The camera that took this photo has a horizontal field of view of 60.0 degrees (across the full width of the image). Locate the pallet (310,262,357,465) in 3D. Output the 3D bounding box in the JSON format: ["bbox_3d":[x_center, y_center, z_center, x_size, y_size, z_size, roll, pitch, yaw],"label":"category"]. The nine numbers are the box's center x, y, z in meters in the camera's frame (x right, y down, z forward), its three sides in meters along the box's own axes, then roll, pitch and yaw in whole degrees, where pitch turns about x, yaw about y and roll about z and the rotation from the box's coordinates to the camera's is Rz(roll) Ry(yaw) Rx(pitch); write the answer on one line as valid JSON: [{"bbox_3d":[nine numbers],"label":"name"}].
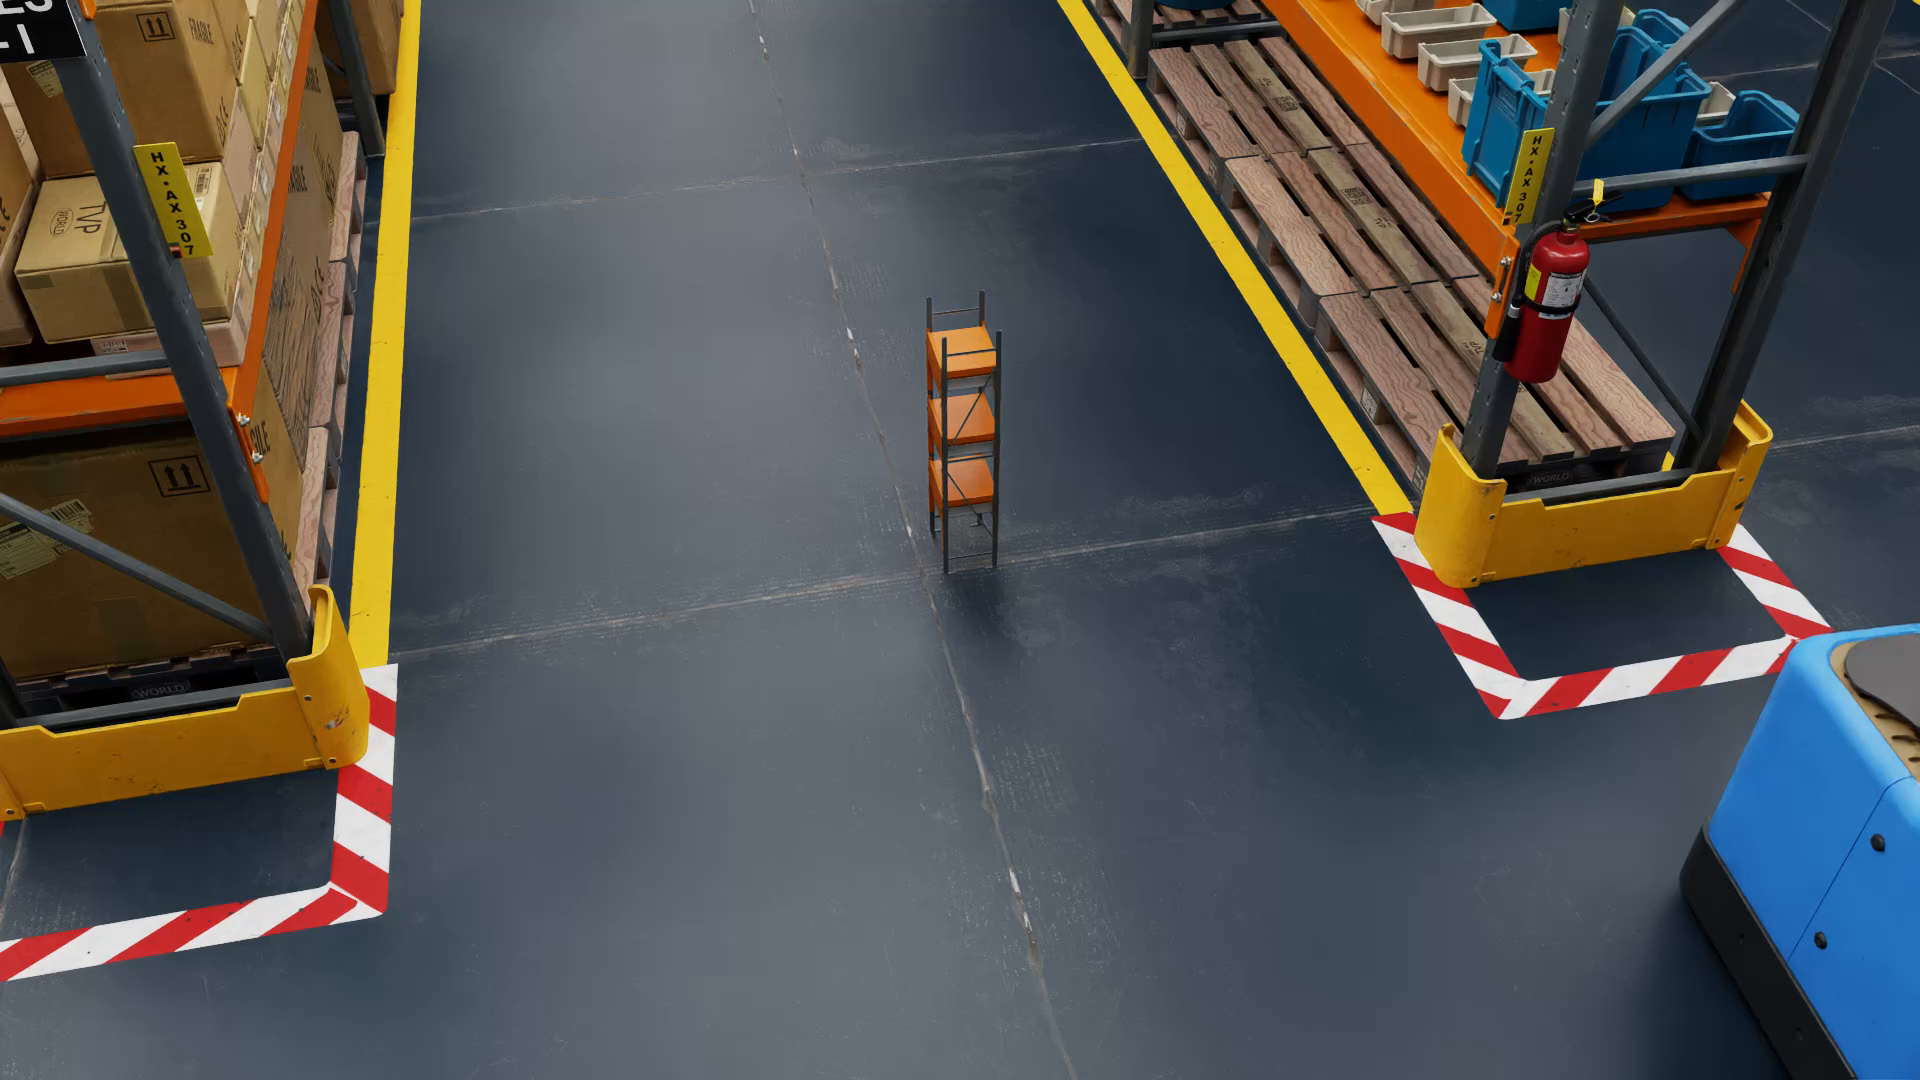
[{"bbox_3d":[-3.061,-0.688,6.866,1.003,0.211,1.213,-8,42,-9],"label":"pallet"}]

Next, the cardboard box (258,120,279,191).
[{"bbox_3d":[-2.530,-1.284,5.626,0.380,0.149,0.250,-9,42,-10],"label":"cardboard box"}]

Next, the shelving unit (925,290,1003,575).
[{"bbox_3d":[0.012,-0.358,5.862,0.215,1.050,0.252,-8,42,-9],"label":"shelving unit"}]

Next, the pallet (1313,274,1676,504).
[{"bbox_3d":[2.144,-0.642,6.814,1.003,0.211,1.213,-8,42,-9],"label":"pallet"}]

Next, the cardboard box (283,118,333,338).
[{"bbox_3d":[-3.157,-1.367,6.815,0.875,0.875,0.875,-8,42,-9],"label":"cardboard box"}]

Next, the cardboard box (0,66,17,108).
[{"bbox_3d":[-3.135,-1.425,5.485,0.500,0.250,0.500,-10,43,-11],"label":"cardboard box"}]

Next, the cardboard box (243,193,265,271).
[{"bbox_3d":[-2.419,-0.950,5.250,0.380,0.149,0.250,-9,42,-10],"label":"cardboard box"}]

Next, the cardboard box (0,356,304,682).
[{"bbox_3d":[-2.768,-0.201,5.501,0.875,0.875,0.875,-8,42,-9],"label":"cardboard box"}]

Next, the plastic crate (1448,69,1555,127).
[{"bbox_3d":[1.931,-1.571,5.914,0.396,0.136,0.243,-8,42,-9],"label":"plastic crate"}]

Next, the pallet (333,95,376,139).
[{"bbox_3d":[-3.656,-2.474,8.878,1.003,0.211,1.213,-8,42,-9],"label":"pallet"}]

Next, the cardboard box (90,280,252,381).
[{"bbox_3d":[-2.306,-0.618,4.876,0.380,0.149,0.250,-8,42,-9],"label":"cardboard box"}]

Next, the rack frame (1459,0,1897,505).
[{"bbox_3d":[2.284,-1.145,5.280,1.000,3.000,0.127,-8,42,-9],"label":"rack frame"}]

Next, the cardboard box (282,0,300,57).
[{"bbox_3d":[-2.752,-1.950,6.377,0.380,0.149,0.250,-9,42,-10],"label":"cardboard box"}]

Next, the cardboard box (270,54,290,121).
[{"bbox_3d":[-2.640,-1.615,5.999,0.380,0.149,0.250,-9,42,-10],"label":"cardboard box"}]

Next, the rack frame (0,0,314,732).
[{"bbox_3d":[-2.552,-0.435,4.480,1.000,3.000,0.127,-8,42,-9],"label":"rack frame"}]

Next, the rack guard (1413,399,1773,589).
[{"bbox_3d":[2.302,-0.196,6.094,1.175,0.500,0.348,-8,42,-9],"label":"rack guard"}]

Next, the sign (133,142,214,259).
[{"bbox_3d":[-2.009,-0.864,4.252,0.100,0.325,0.005,-8,42,-9],"label":"sign"}]

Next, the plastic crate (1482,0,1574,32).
[{"bbox_3d":[2.268,-2.165,6.510,0.416,0.233,0.300,-8,42,-9],"label":"plastic crate"}]

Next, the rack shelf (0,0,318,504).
[{"bbox_3d":[-2.984,-1.462,6.180,1.077,0.370,4.000,-8,42,-9],"label":"rack shelf"}]

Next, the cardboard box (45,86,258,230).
[{"bbox_3d":[-2.511,-1.176,5.204,0.500,0.250,0.500,-9,42,-10],"label":"cardboard box"}]

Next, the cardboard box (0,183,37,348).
[{"bbox_3d":[-2.916,-0.766,4.742,0.500,0.250,0.500,-9,42,-10],"label":"cardboard box"}]

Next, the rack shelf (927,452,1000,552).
[{"bbox_3d":[0.012,-0.142,6.054,0.215,0.259,0.240,-8,42,-9],"label":"rack shelf"}]

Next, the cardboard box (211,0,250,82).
[{"bbox_3d":[-2.618,-1.779,5.319,0.500,0.500,0.500,-9,42,-10],"label":"cardboard box"}]

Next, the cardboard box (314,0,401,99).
[{"bbox_3d":[-3.573,-2.802,8.431,1.225,0.875,0.875,-8,42,-9],"label":"cardboard box"}]

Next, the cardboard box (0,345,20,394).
[{"bbox_3d":[-2.950,-0.525,4.771,0.380,0.149,0.250,-8,42,-8],"label":"cardboard box"}]

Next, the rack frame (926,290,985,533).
[{"bbox_3d":[-0.015,-0.437,5.951,0.200,1.050,0.008,-8,42,-9],"label":"rack frame"}]

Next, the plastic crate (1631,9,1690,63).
[{"bbox_3d":[2.410,-1.738,6.030,0.416,0.233,0.300,-8,42,-9],"label":"plastic crate"}]

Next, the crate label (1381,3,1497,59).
[{"bbox_3d":[1.799,-1.938,6.327,0.396,0.136,0.243,-8,42,-9],"label":"crate label"}]

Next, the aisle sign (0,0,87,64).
[{"bbox_3d":[-2.244,-1.403,3.613,0.394,0.787,0.004,-8,42,-9],"label":"aisle sign"}]

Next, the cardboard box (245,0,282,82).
[{"bbox_3d":[-2.733,-1.840,5.952,0.500,0.250,0.500,-9,42,-10],"label":"cardboard box"}]

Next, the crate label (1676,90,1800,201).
[{"bbox_3d":[2.552,-1.312,5.549,0.416,0.233,0.303,-8,42,-9],"label":"crate label"}]

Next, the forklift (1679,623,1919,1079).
[{"bbox_3d":[3.717,0.125,3.901,3.031,2.935,1.130,-6,42,-7],"label":"forklift"}]

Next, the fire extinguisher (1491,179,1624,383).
[{"bbox_3d":[1.873,-0.813,5.246,0.296,0.674,0.183,-8,42,-9],"label":"fire extinguisher"}]

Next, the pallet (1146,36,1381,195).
[{"bbox_3d":[1.617,-2.223,8.596,1.003,0.211,1.213,-8,42,-9],"label":"pallet"}]
